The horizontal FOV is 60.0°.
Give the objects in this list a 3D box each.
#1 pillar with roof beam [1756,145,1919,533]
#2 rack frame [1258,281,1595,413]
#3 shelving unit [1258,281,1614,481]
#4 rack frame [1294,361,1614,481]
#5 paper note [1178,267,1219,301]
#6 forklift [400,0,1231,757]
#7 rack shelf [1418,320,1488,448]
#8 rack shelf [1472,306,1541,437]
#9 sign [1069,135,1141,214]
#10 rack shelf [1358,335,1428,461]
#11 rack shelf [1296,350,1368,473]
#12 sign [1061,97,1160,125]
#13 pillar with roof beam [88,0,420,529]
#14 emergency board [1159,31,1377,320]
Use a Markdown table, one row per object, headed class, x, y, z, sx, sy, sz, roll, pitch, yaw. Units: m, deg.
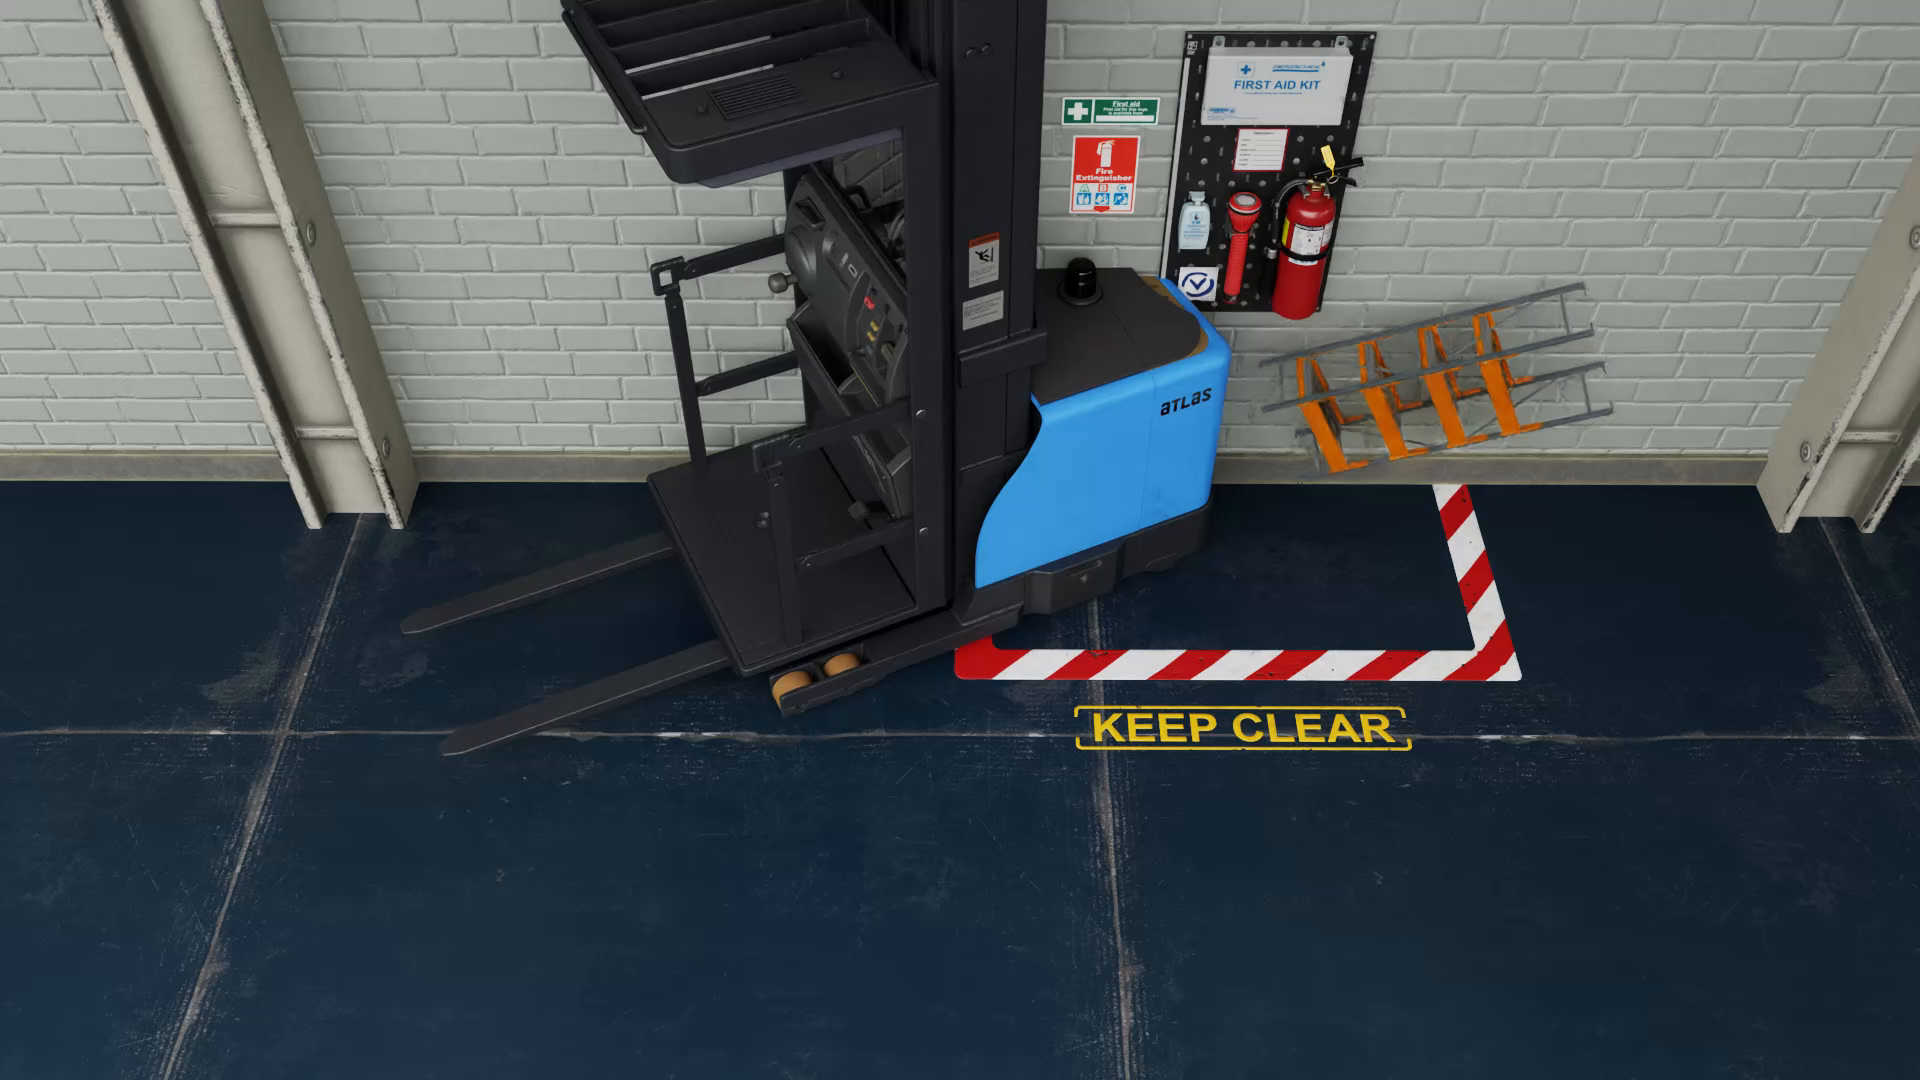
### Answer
| class | x | y | z | sx | sy | sz | roll | pitch | yaw |
| --- | --- | --- | --- | --- | --- | --- | --- | --- | --- |
| pillar with roof beam | 3.517 | -0.058 | 0.657 | 0.400 | 9.000 | 9.100 | 0 | 47 | 0 |
| rack frame | 1.686 | -0.701 | 6.112 | 1.200 | 0.015 | 0.240 | -12 | 54 | 23 |
| shelving unit | 1.791 | -0.579 | 6.295 | 1.200 | 0.503 | 0.258 | -12 | 54 | 23 |
| rack frame | 1.897 | -0.457 | 6.478 | 1.200 | 0.015 | 0.240 | -12 | 54 | 23 |
| paper note | 0.885 | -0.951 | 6.188 | 0.142 | 0.148 | 0.016 | 0 | 47 | 0 |
| forklift | -0.568 | -0.799 | 5.492 | 3.031 | 2.935 | 1.130 | -19 | 50 | -17 |
| rack shelf | 1.852 | -0.592 | 6.269 | 0.148 | 0.480 | 0.258 | -12 | 54 | 23 |
| rack shelf | 2.031 | -0.631 | 6.192 | 0.148 | 0.480 | 0.258 | -12 | 54 | 23 |
| sign | 0.509 | -1.289 | 5.877 | 0.234 | 0.329 | 0.001 | 0 | 47 | 0 |
| rack shelf | 1.651 | -0.548 | 6.356 | 0.148 | 0.480 | 0.258 | -12 | 54 | 23 |
| rack shelf | 1.438 | -0.501 | 6.448 | 0.148 | 0.480 | 0.258 | -12 | 54 | 23 |
| sign | 0.514 | -1.463 | 5.677 | 0.331 | 0.109 | 0.001 | 0 | 47 | 0 |
| pillar with roof beam | -2.483 | -0.075 | 0.672 | 0.400 | 9.000 | 9.100 | 0 | 47 | 0 |
| emergency board | 1.062 | -1.200 | 5.818 | 0.643 | 1.169 | 0.194 | 0 | 47 | 0 |
